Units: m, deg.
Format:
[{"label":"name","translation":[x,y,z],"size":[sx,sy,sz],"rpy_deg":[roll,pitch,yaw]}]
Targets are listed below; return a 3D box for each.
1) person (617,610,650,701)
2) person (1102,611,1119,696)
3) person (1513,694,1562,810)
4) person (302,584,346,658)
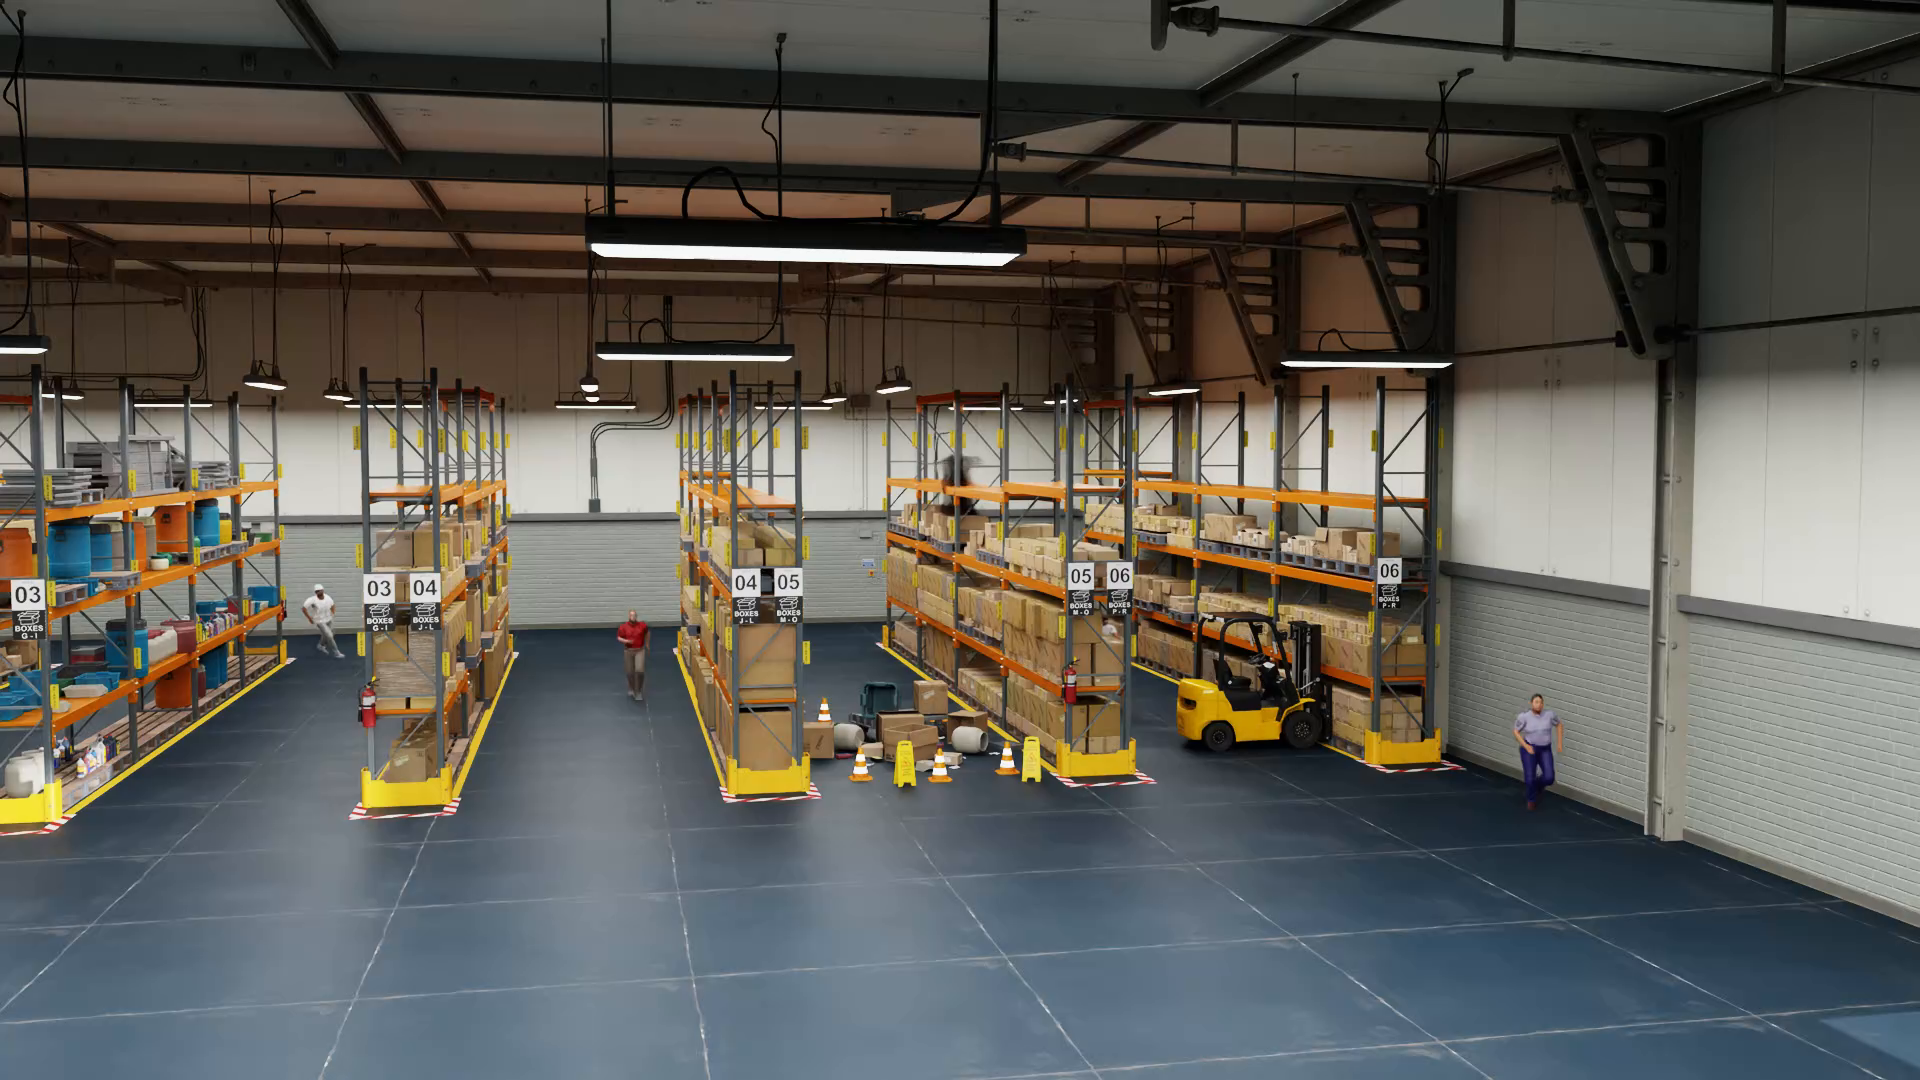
[{"label":"person","translation":[-6.316,2.239,32.174],"size":[0.610,1.790,0.855],"rpy_deg":[-1,3,-9]},{"label":"person","translation":[2.814,2.242,32.377],"size":[0.535,1.681,0.960],"rpy_deg":[0,3,-8]},{"label":"person","translation":[7.832,2.869,22.521],"size":[0.669,1.602,0.522],"rpy_deg":[0,3,3]},{"label":"person","translation":[-14.671,1.861,38.226],"size":[0.986,1.708,0.758],"rpy_deg":[2,4,33]}]
